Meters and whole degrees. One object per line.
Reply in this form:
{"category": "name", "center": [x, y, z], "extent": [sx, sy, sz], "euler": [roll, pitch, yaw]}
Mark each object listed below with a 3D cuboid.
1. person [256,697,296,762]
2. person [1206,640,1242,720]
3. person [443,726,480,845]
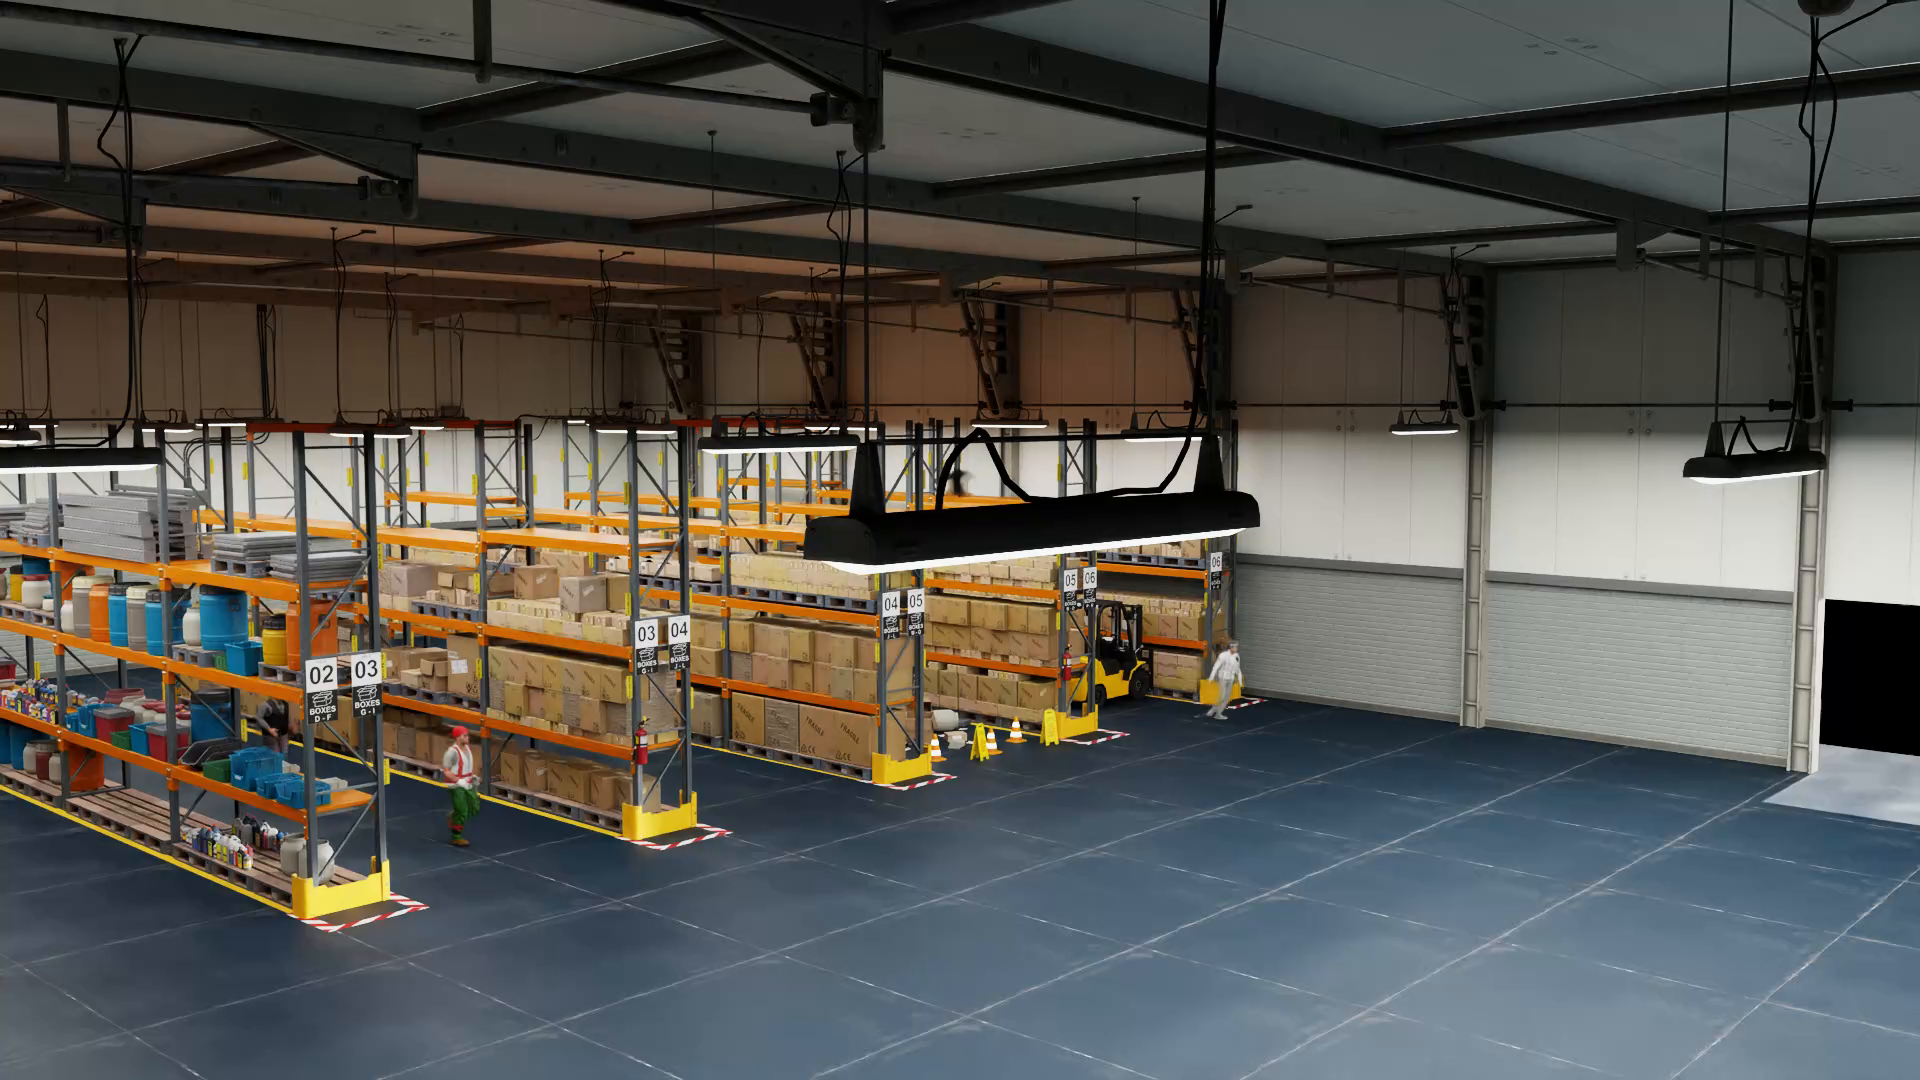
{"category": "person", "center": [-11.497, 3.277, 27.815], "extent": [0.628, 1.582, 0.659], "euler": [3, 5, 31]}
{"category": "person", "center": [5.317, 2.804, 33.341], "extent": [0.633, 1.628, 0.545], "euler": [-3, 5, -31]}
{"category": "person", "center": [-7.185, 3.519, 23.885], "extent": [0.646, 1.727, 0.648], "euler": [2, 5, 22]}
